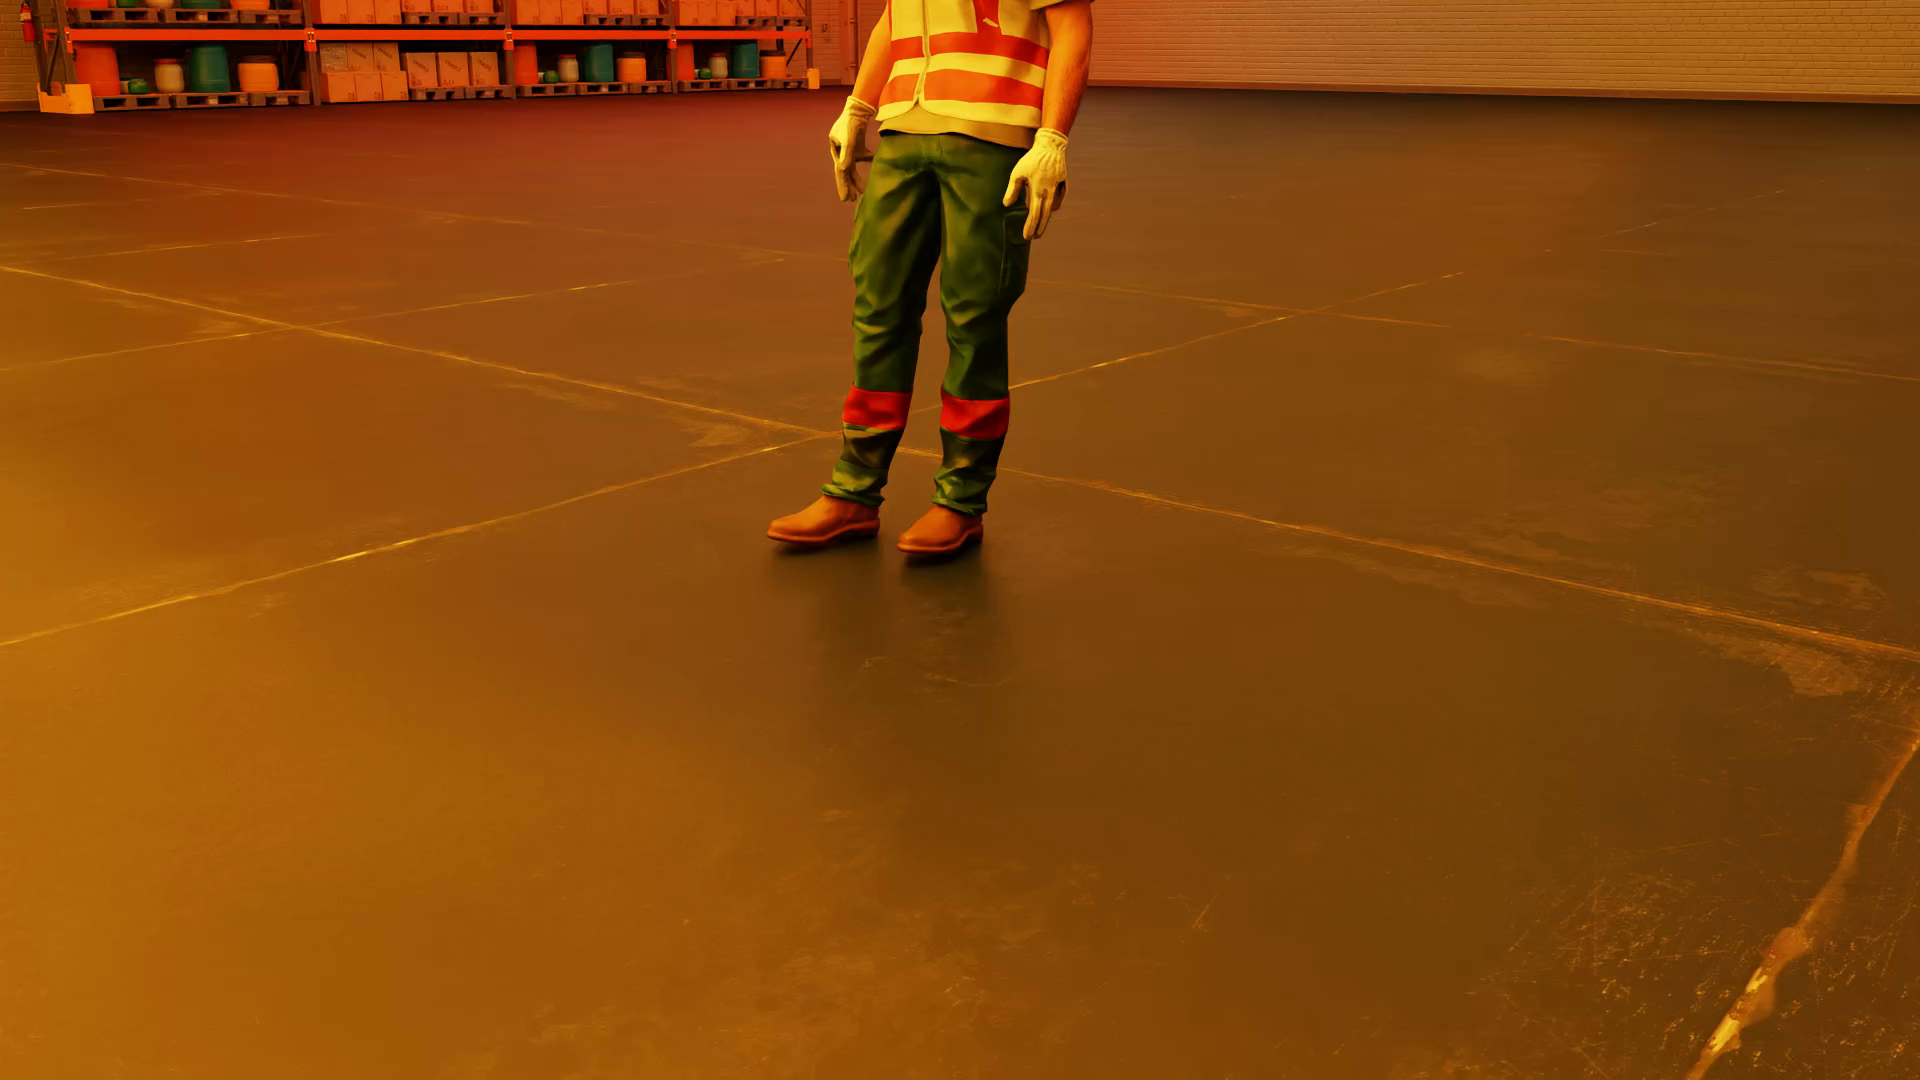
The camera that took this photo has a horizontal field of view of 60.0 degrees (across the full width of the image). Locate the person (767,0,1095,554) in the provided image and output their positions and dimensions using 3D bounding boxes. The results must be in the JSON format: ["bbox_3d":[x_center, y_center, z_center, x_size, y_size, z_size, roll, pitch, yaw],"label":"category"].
[{"bbox_3d":[-0.060,-0.848,3.628,0.637,1.787,0.564,13,21,37],"label":"person"}]
